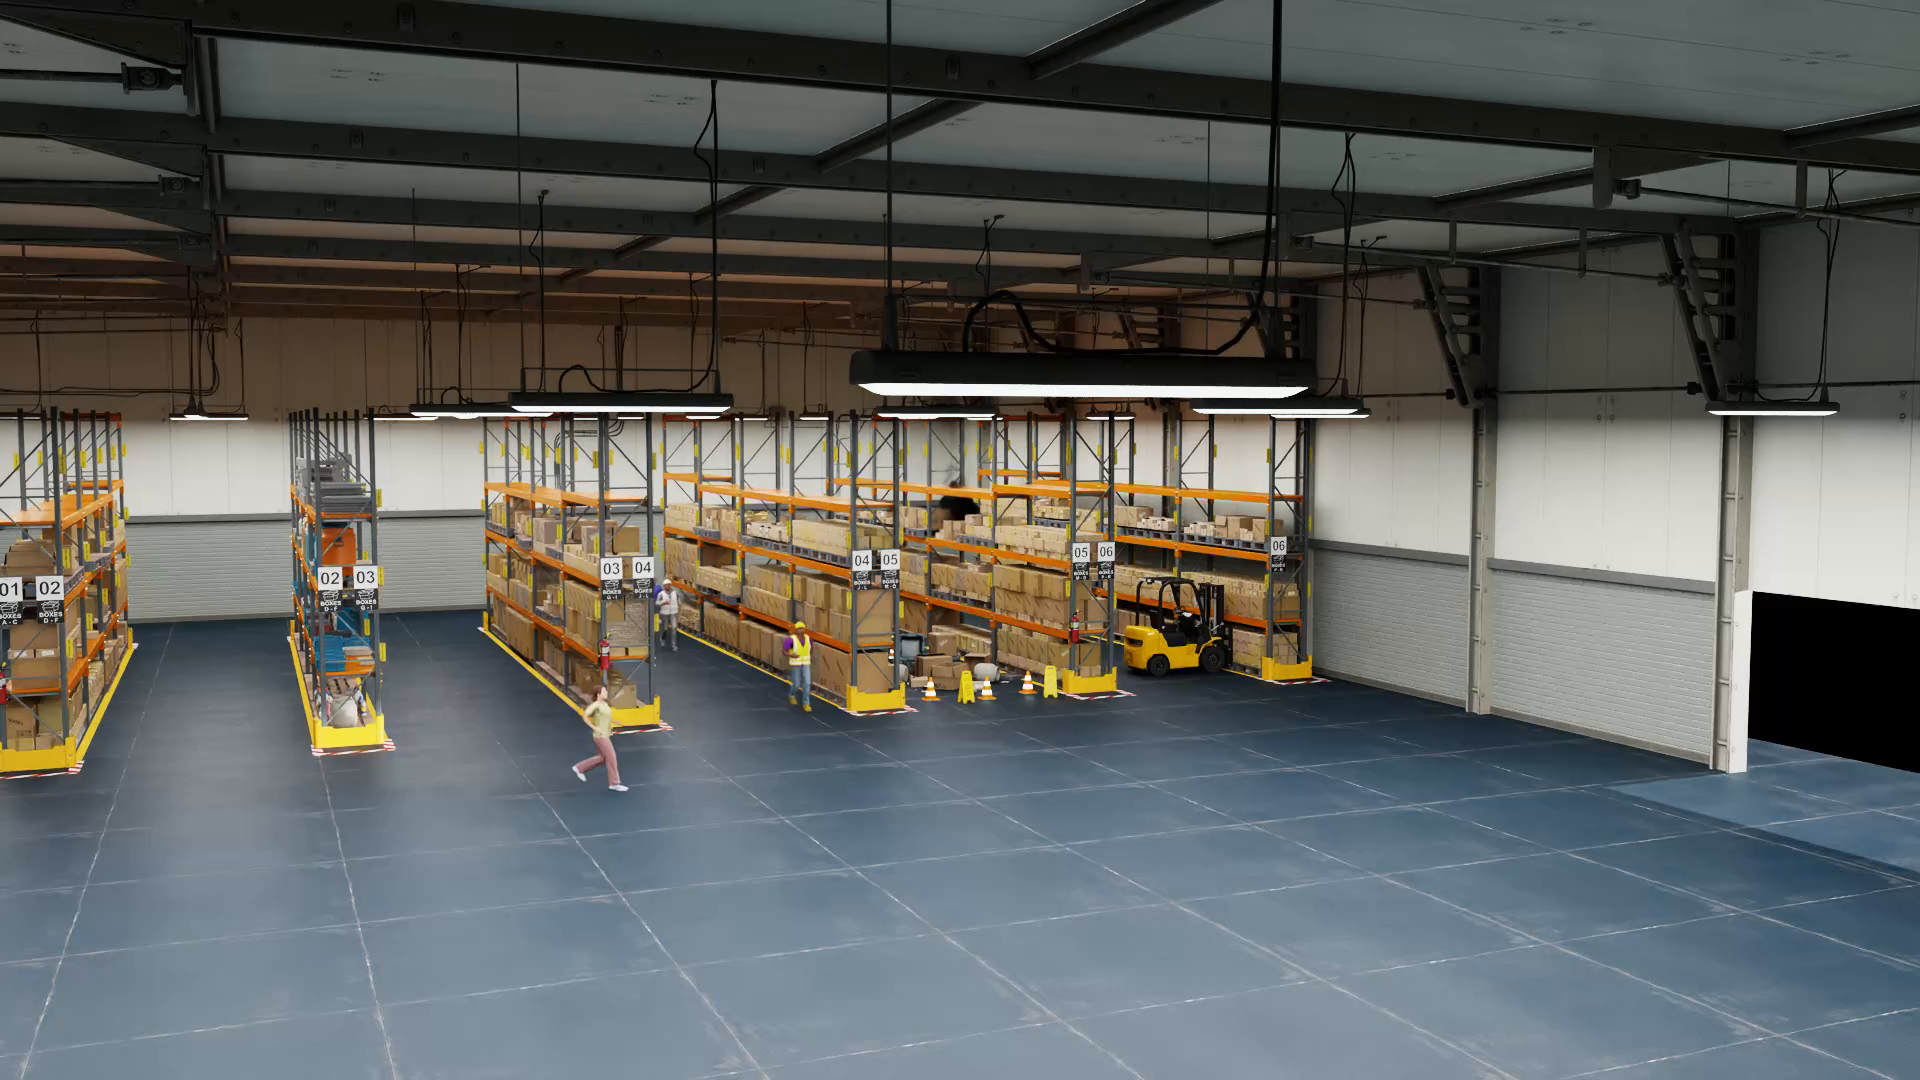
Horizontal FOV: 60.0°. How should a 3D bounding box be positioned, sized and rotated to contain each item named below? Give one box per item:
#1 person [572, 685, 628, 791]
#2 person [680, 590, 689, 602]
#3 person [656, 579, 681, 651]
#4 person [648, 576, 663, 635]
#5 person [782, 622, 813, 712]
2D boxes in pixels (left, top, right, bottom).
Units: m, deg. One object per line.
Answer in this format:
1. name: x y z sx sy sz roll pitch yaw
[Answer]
1. person: -5.628 3.082 25.940 0.901 1.671 0.578 0 4 4
2. person: -8.124 1.474 49.489 0.783 1.563 0.559 -2 4 -24
3. person: -7.363 1.876 42.114 0.666 1.770 0.963 -1 4 -19
4. person: -8.178 1.792 44.344 0.558 1.705 0.804 -2 4 -25
5. person: -3.202 2.508 33.226 0.717 1.763 0.908 -2 4 -24
